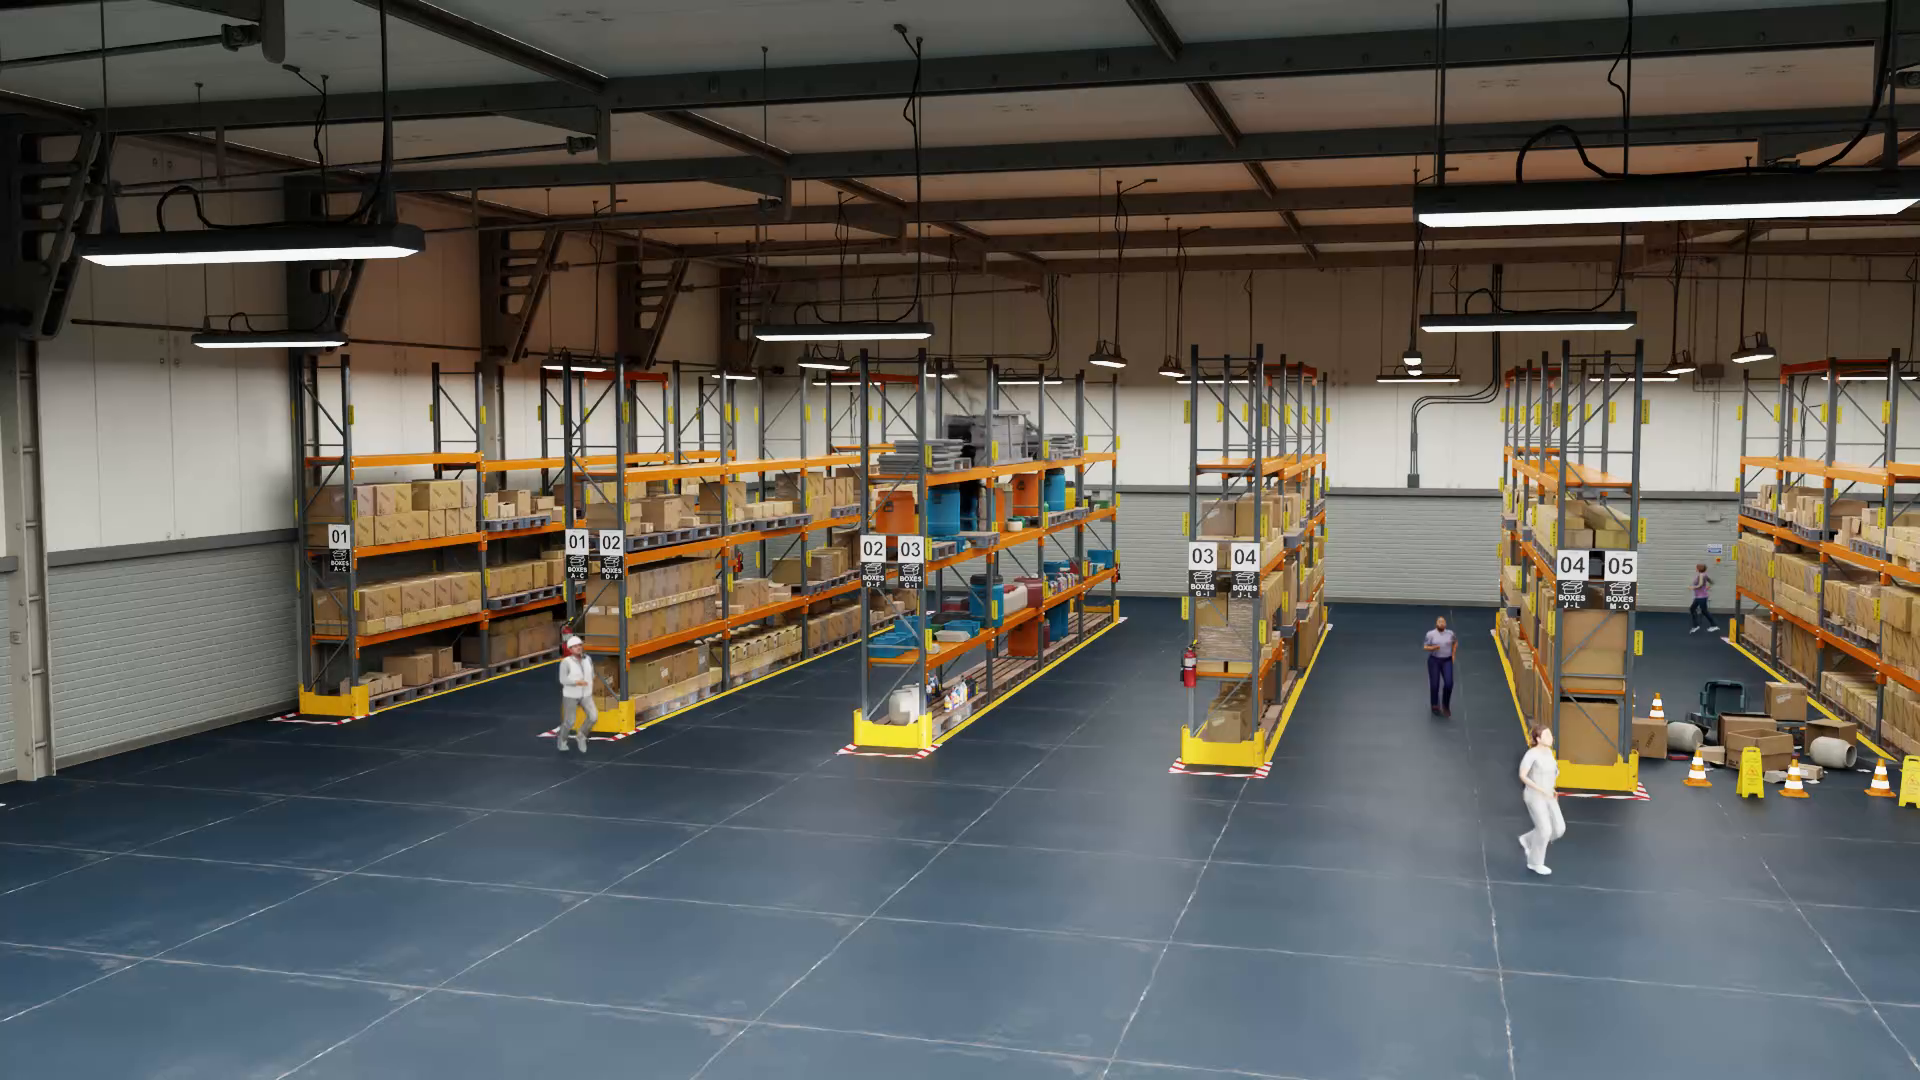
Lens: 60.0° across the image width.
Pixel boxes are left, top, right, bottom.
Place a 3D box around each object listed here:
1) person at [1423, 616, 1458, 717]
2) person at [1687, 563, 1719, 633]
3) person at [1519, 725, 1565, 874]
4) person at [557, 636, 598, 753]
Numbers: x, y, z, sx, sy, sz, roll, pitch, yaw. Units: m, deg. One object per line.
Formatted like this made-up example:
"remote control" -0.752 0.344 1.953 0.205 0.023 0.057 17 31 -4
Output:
"person" 8.035 2.111 27.778 0.582 1.695 0.670 1 4 10
"person" 17.014 1.399 38.068 0.705 1.547 0.518 2 5 26
"person" 6.331 2.825 18.219 0.571 1.636 0.554 -3 5 -34
"person" -5.614 2.278 24.485 0.670 1.741 0.842 -4 6 -40
